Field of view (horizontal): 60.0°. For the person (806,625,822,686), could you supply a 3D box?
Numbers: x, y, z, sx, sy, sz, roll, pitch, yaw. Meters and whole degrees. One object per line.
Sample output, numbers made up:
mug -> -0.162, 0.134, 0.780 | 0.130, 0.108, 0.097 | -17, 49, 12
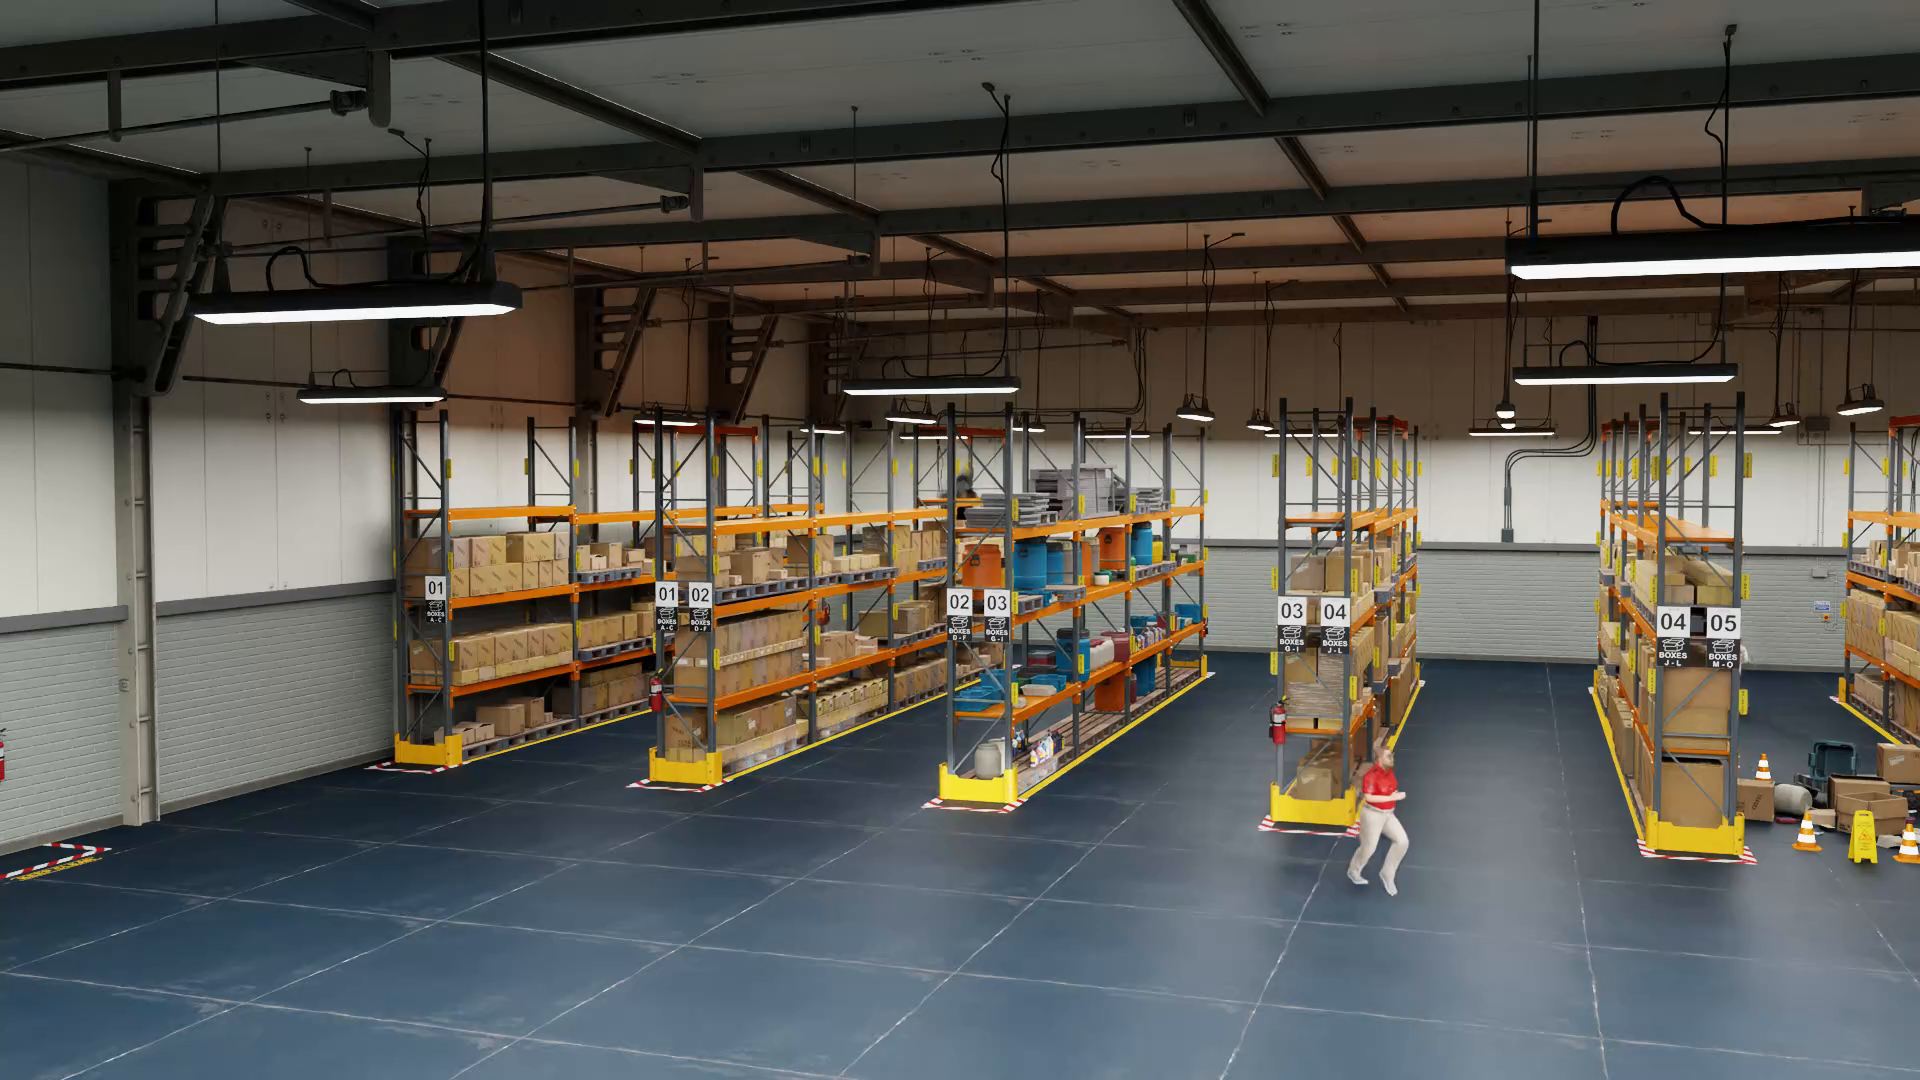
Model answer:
person -> -3.137, 2.640, 35.651 | 0.636, 1.662, 0.500 | 1, 3, 24

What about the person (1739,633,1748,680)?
person -> 15.945, 2.692, 34.379 | 0.625, 1.658, 0.591 | 0, 2, 9

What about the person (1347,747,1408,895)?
person -> 4.943, 3.310, 19.668 | 0.688, 1.758, 0.856 | -2, 3, -39
